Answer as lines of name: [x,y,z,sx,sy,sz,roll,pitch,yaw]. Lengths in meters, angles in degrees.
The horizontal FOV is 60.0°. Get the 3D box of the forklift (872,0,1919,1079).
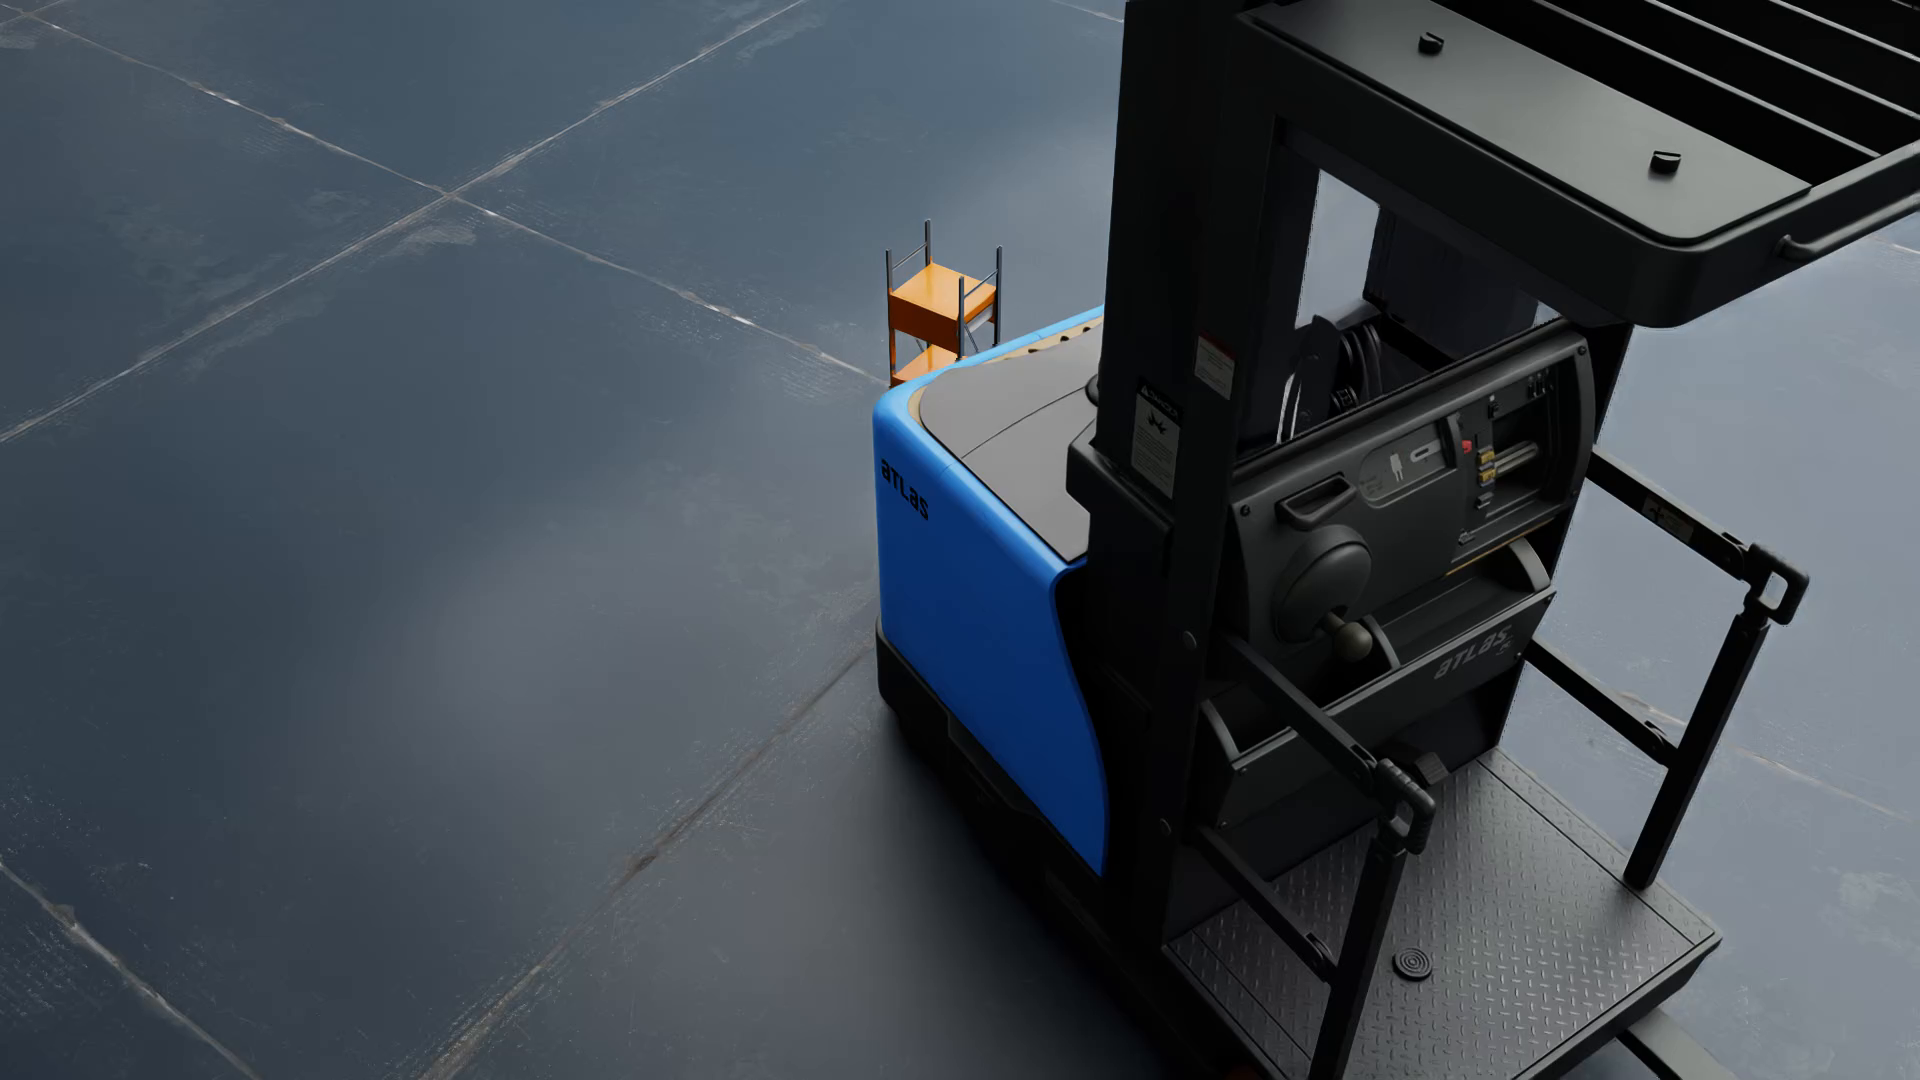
forklift: [1.005,-0.006,3.059,1.130,2.935,3.031,-24,47,-24]

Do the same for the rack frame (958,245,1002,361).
rack frame: [0.056,-0.365,4.871,0.008,1.050,0.200,25,48,25]

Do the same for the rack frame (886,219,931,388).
rack frame: [-0.144,-0.458,4.975,0.008,1.050,0.200,25,48,25]

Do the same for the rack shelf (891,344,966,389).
rack shelf: [-0.044,-0.404,4.930,0.240,0.259,0.215,25,48,25]

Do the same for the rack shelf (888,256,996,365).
rack shelf: [-0.044,-0.615,4.741,0.240,0.259,0.215,25,48,25]

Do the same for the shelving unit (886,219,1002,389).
shelving unit: [-0.044,-0.412,4.923,0.252,1.050,0.215,25,48,25]
